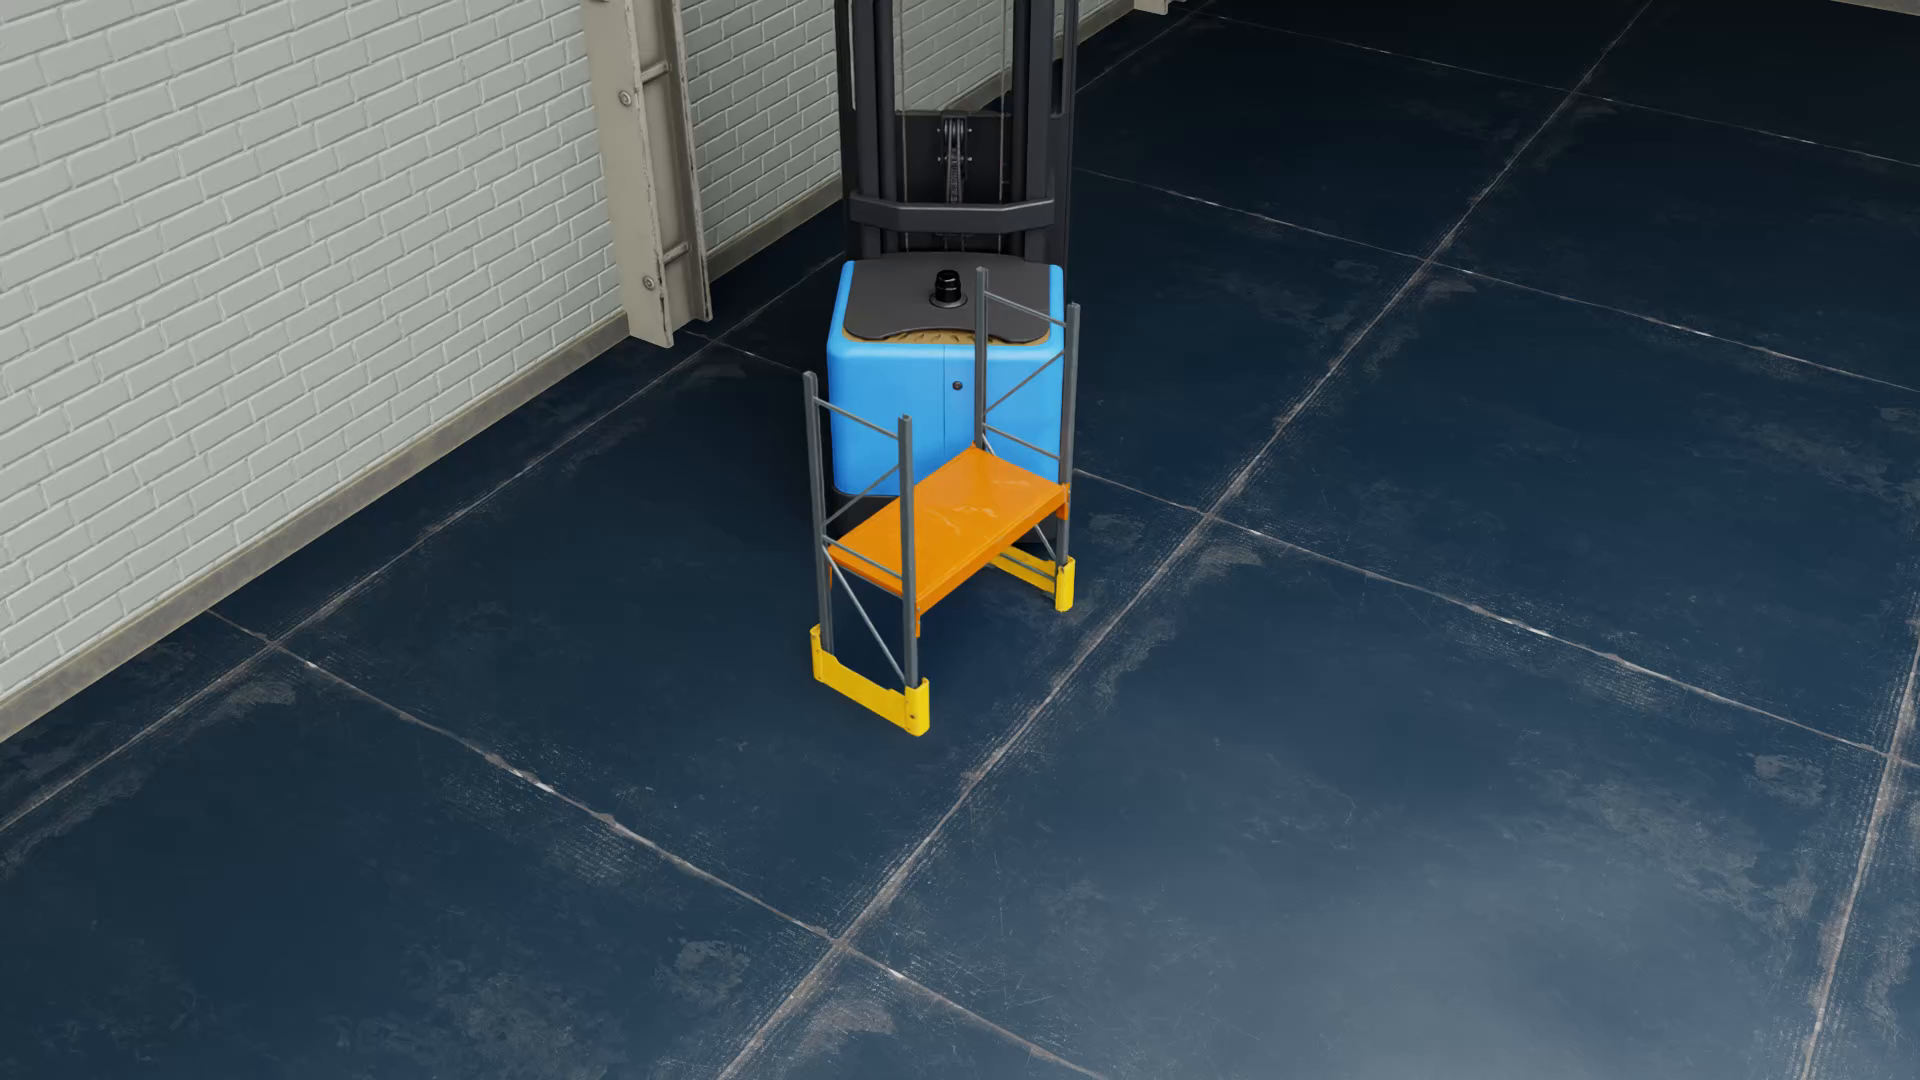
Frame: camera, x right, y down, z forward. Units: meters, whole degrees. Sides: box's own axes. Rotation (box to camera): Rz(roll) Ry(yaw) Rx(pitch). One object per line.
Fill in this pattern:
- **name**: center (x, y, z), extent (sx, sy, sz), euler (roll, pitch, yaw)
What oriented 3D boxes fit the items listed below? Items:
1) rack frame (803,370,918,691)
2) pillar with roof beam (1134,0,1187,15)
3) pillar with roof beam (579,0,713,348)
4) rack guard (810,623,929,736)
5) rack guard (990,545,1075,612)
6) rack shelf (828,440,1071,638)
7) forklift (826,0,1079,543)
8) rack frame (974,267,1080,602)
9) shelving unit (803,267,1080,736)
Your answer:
- **rack frame**: center (-0.372, 0.074, 6.426), extent (0.500, 1.500, 0.032), euler (26, 45, 30)
- **pillar with roof beam**: center (5.225, -6.450, 8.747), extent (9.100, 9.000, 0.400), euler (21, 42, 25)
- **pillar with roof beam**: center (2.011, -3.357, 4.735), extent (9.100, 9.000, 0.400), euler (21, 42, 25)
- **rack guard**: center (-0.371, 0.568, 6.808), extent (0.587, 0.250, 0.087), euler (26, 45, 30)
- **rack guard**: center (0.253, 0.094, 7.423), extent (0.587, 0.250, 0.087), euler (26, 45, 30)
- **rack shelf**: center (-0.053, -0.026, 6.850), extent (0.538, 0.185, 1.000), euler (26, 45, 30)
- **forklift**: center (-0.005, -2.024, 7.975), extent (1.130, 2.935, 3.031), euler (1, 38, 2)
- **rack frame**: center (0.265, -0.410, 7.054), extent (0.500, 1.500, 0.032), euler (26, 45, 30)
- **shelving unit**: center (-0.059, -0.164, 6.734), extent (0.587, 1.500, 1.083), euler (26, 45, 30)
